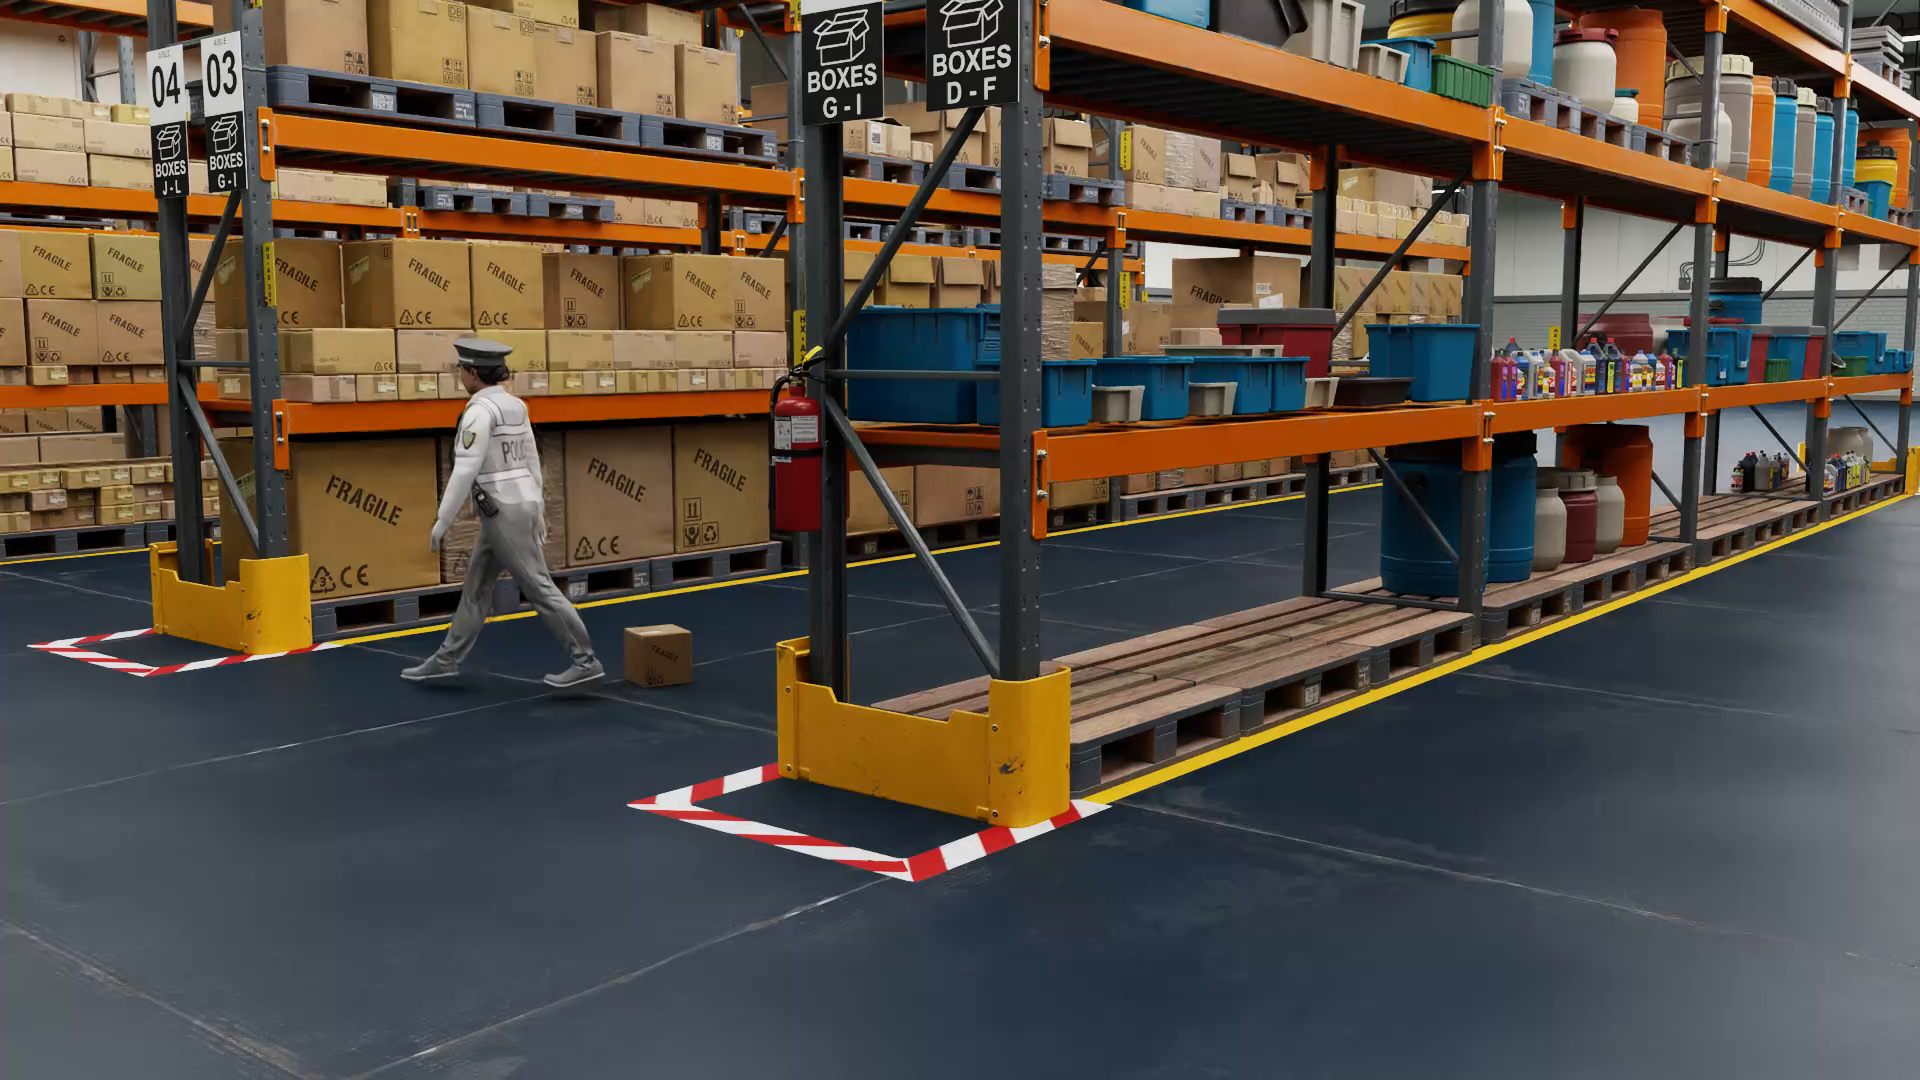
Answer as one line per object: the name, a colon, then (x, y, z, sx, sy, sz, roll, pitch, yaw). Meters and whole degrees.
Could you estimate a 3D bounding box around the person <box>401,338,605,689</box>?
person: (-2.139, -0.118, 7.630, 1.029, 1.610, 0.505, 0, 7, 4)
